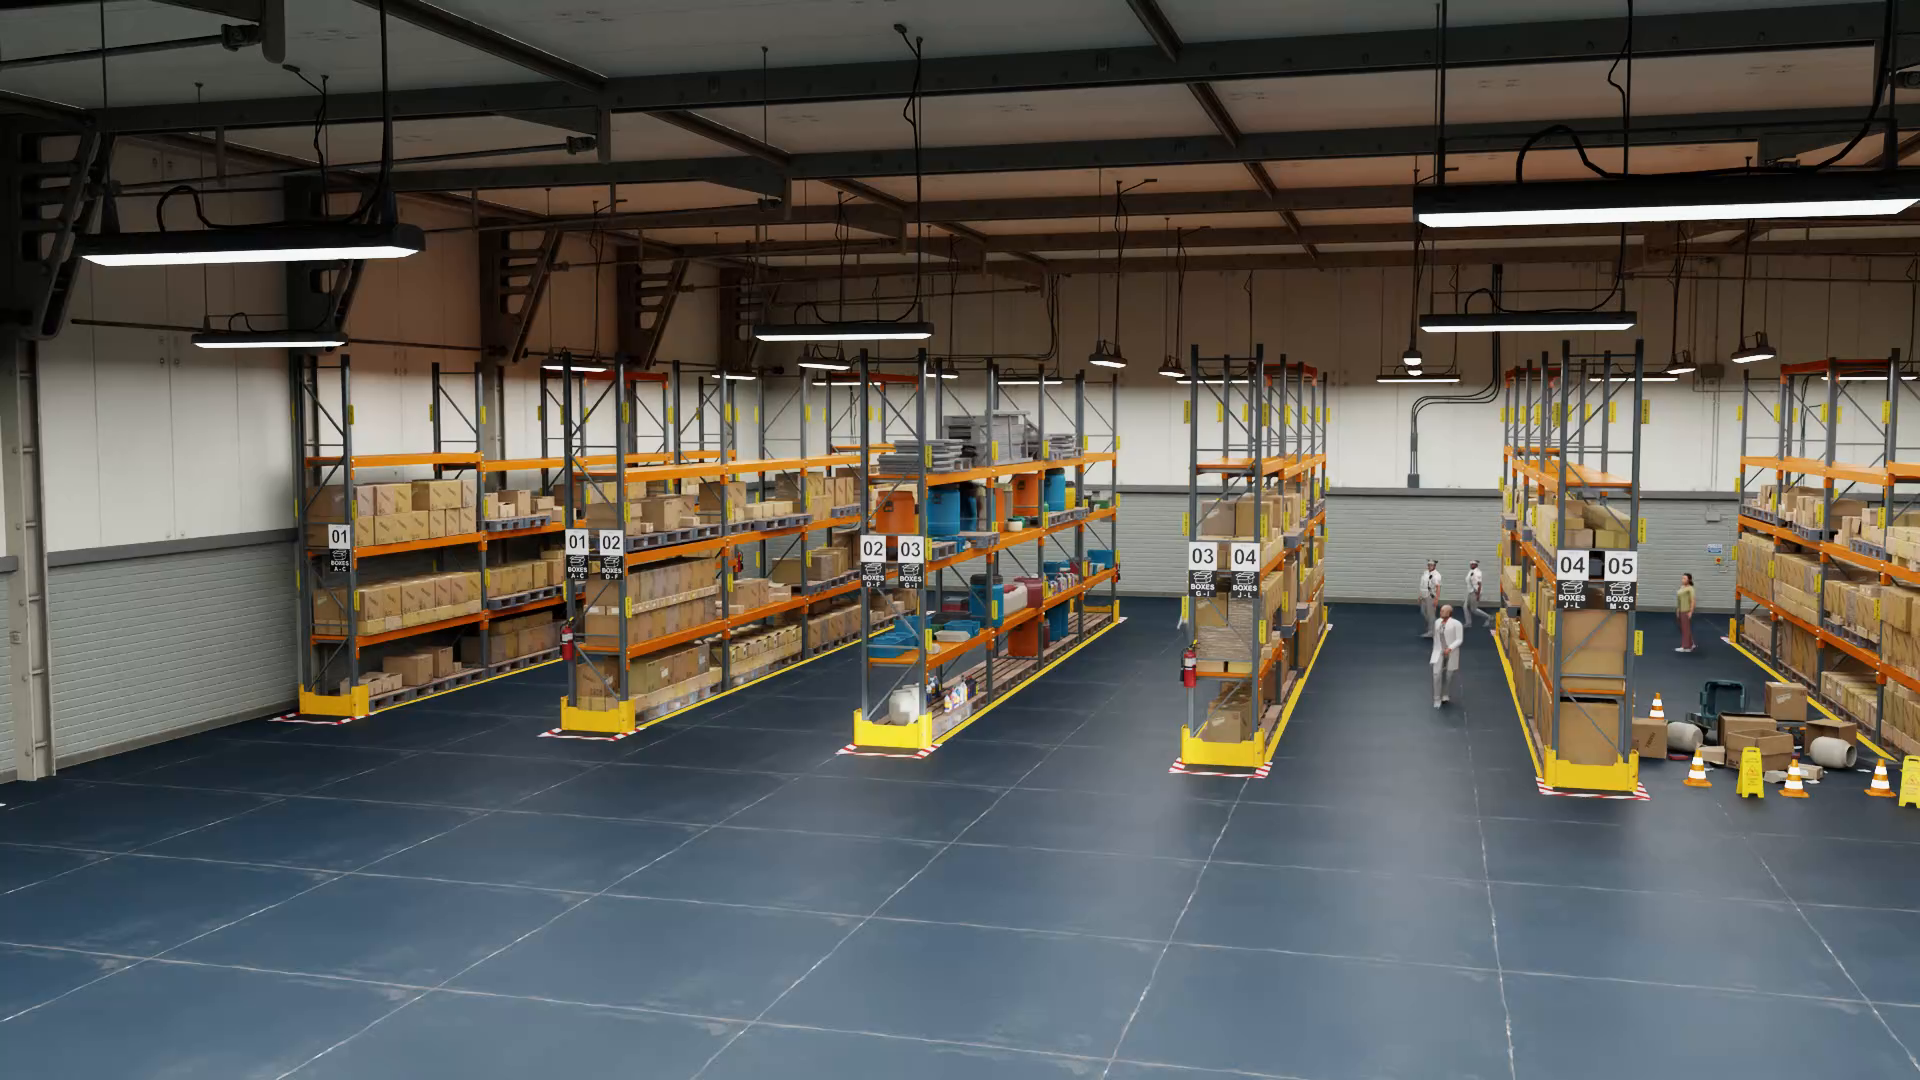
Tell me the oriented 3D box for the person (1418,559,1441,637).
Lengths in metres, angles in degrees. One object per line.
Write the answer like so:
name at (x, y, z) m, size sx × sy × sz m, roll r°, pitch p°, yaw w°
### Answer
person at (10.580, 1.327, 37.548) m, size 0.433 × 1.835 × 0.563 m, roll -1°, pitch 4°, yaw -9°

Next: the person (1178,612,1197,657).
person at (4.663, 1.677, 33.306) m, size 0.561 × 1.646 × 0.948 m, roll 1°, pitch 5°, yaw 18°

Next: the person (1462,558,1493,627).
person at (12.095, 1.238, 39.008) m, size 0.674 × 1.646 × 0.489 m, roll 0°, pitch 4°, yaw 2°

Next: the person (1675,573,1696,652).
person at (15.377, 1.531, 35.191) m, size 0.420 × 1.671 × 0.477 m, roll 1°, pitch 4°, yaw 16°

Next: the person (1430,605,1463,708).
person at (8.413, 2.019, 28.758) m, size 0.547 × 1.814 × 0.935 m, roll 1°, pitch 5°, yaw 18°
